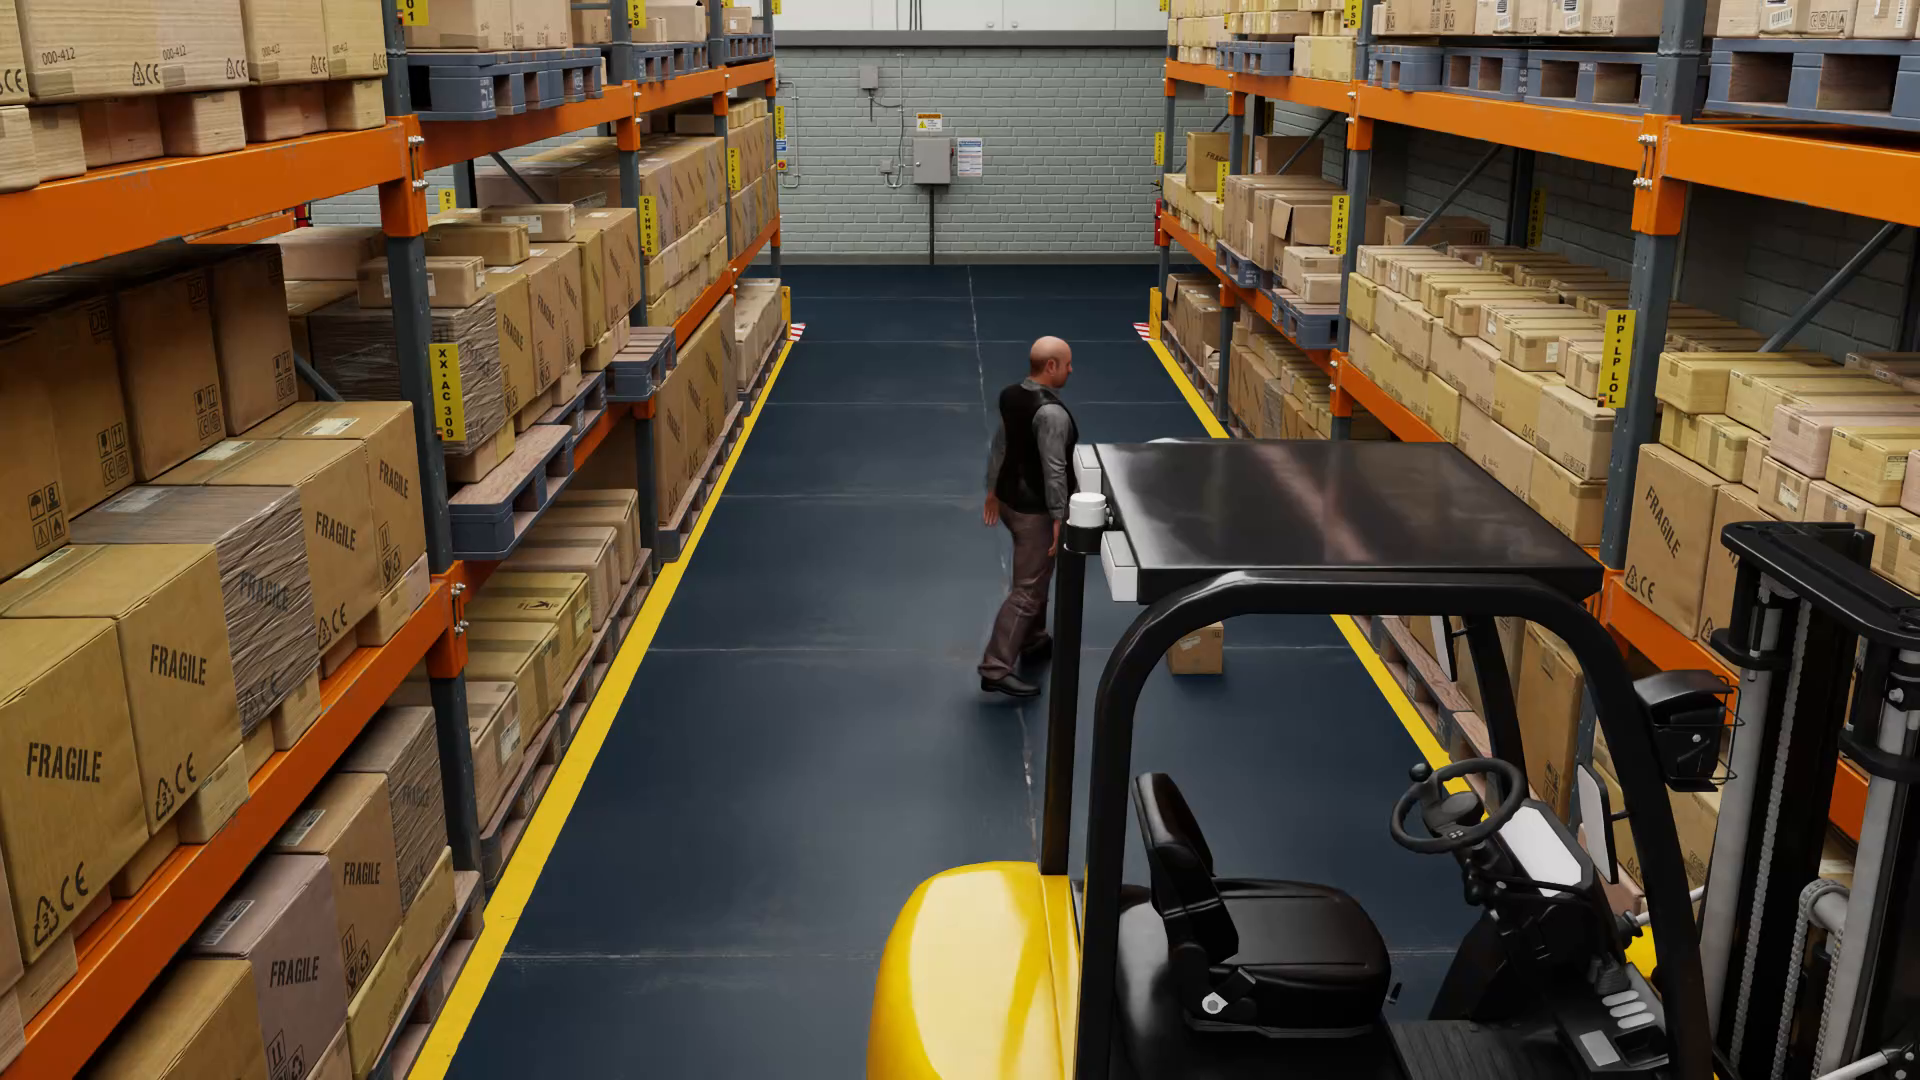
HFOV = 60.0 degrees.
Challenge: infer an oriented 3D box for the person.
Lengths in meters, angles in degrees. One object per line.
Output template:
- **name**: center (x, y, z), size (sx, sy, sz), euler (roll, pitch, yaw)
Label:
- **person**: center (0.356, -0.134, 8.031), size (0.681, 1.708, 0.669), euler (-7, 18, -21)
